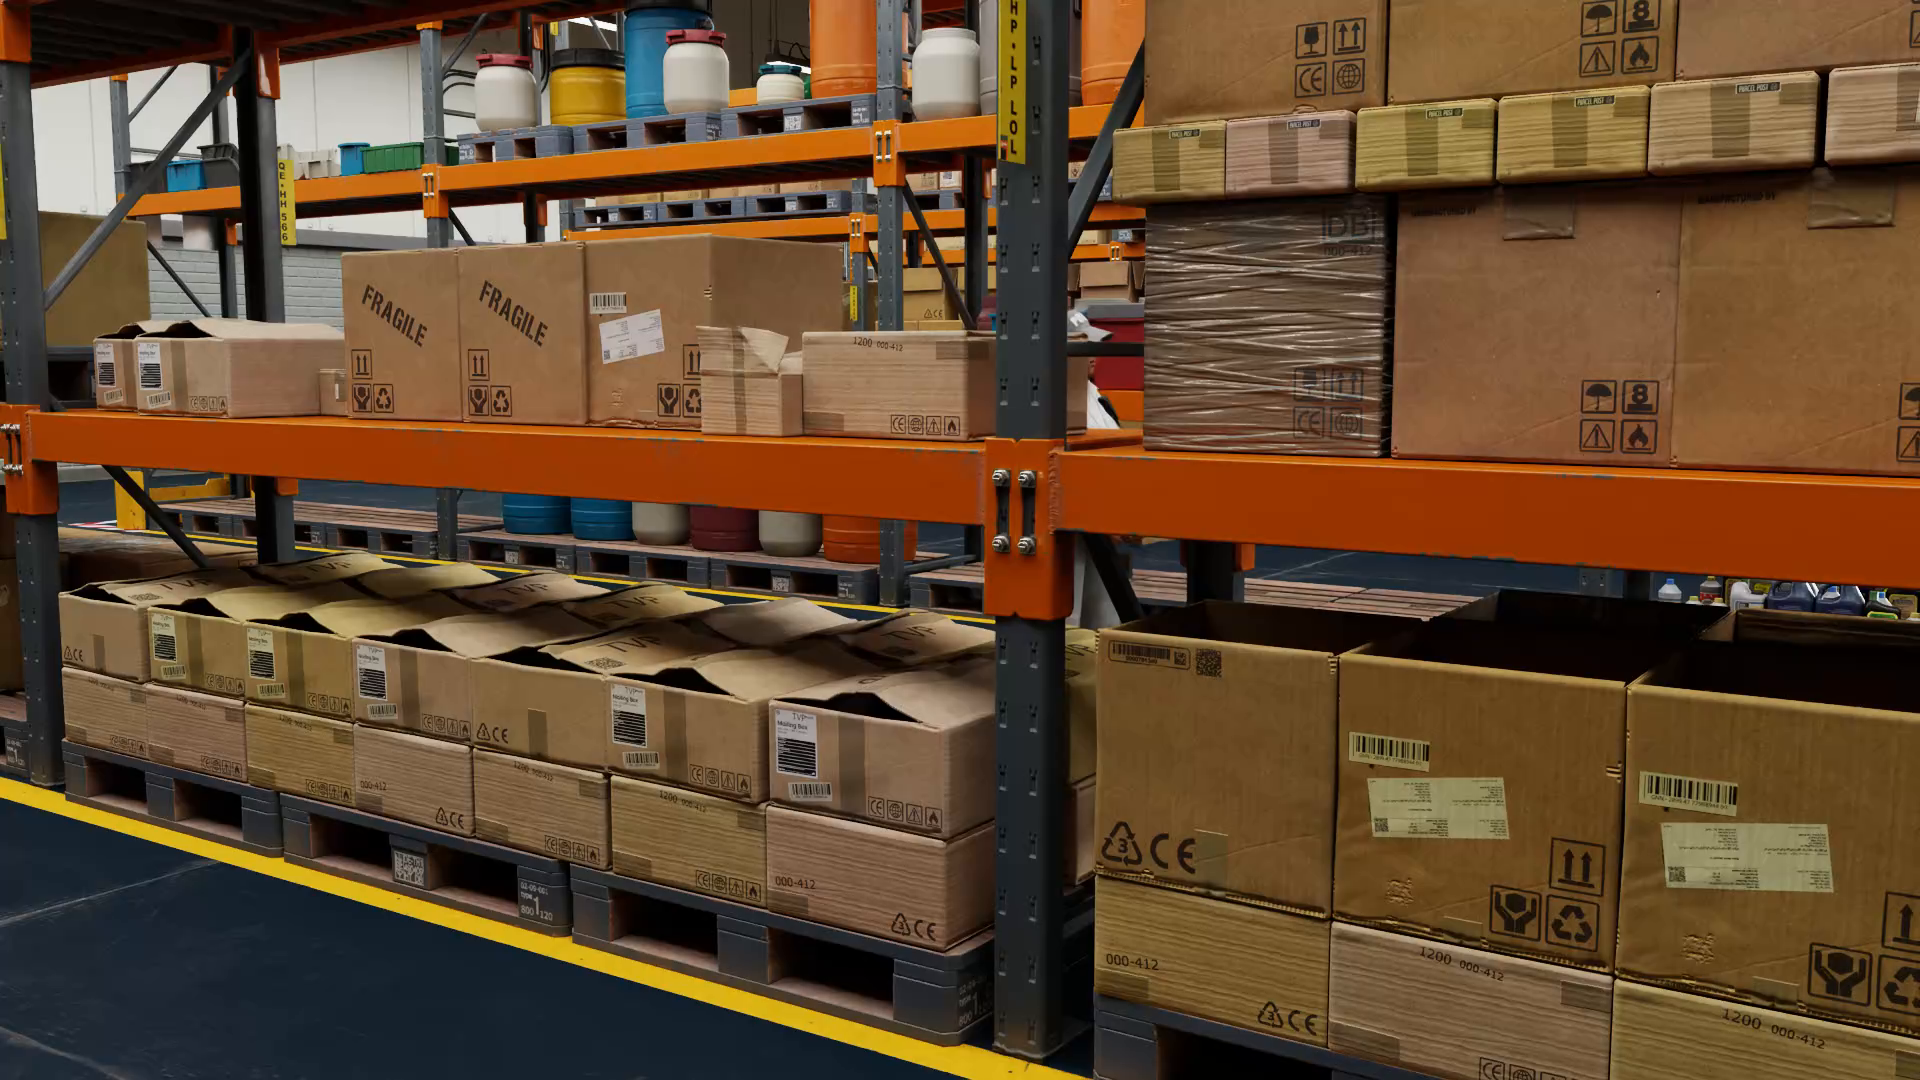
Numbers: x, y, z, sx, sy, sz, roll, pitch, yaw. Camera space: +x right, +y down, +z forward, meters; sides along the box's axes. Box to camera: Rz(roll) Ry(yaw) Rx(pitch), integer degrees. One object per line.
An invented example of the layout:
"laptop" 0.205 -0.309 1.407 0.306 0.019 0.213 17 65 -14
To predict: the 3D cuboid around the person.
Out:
"person" 0.455 -0.008 6.114 0.542 1.663 0.452 4 8 33
